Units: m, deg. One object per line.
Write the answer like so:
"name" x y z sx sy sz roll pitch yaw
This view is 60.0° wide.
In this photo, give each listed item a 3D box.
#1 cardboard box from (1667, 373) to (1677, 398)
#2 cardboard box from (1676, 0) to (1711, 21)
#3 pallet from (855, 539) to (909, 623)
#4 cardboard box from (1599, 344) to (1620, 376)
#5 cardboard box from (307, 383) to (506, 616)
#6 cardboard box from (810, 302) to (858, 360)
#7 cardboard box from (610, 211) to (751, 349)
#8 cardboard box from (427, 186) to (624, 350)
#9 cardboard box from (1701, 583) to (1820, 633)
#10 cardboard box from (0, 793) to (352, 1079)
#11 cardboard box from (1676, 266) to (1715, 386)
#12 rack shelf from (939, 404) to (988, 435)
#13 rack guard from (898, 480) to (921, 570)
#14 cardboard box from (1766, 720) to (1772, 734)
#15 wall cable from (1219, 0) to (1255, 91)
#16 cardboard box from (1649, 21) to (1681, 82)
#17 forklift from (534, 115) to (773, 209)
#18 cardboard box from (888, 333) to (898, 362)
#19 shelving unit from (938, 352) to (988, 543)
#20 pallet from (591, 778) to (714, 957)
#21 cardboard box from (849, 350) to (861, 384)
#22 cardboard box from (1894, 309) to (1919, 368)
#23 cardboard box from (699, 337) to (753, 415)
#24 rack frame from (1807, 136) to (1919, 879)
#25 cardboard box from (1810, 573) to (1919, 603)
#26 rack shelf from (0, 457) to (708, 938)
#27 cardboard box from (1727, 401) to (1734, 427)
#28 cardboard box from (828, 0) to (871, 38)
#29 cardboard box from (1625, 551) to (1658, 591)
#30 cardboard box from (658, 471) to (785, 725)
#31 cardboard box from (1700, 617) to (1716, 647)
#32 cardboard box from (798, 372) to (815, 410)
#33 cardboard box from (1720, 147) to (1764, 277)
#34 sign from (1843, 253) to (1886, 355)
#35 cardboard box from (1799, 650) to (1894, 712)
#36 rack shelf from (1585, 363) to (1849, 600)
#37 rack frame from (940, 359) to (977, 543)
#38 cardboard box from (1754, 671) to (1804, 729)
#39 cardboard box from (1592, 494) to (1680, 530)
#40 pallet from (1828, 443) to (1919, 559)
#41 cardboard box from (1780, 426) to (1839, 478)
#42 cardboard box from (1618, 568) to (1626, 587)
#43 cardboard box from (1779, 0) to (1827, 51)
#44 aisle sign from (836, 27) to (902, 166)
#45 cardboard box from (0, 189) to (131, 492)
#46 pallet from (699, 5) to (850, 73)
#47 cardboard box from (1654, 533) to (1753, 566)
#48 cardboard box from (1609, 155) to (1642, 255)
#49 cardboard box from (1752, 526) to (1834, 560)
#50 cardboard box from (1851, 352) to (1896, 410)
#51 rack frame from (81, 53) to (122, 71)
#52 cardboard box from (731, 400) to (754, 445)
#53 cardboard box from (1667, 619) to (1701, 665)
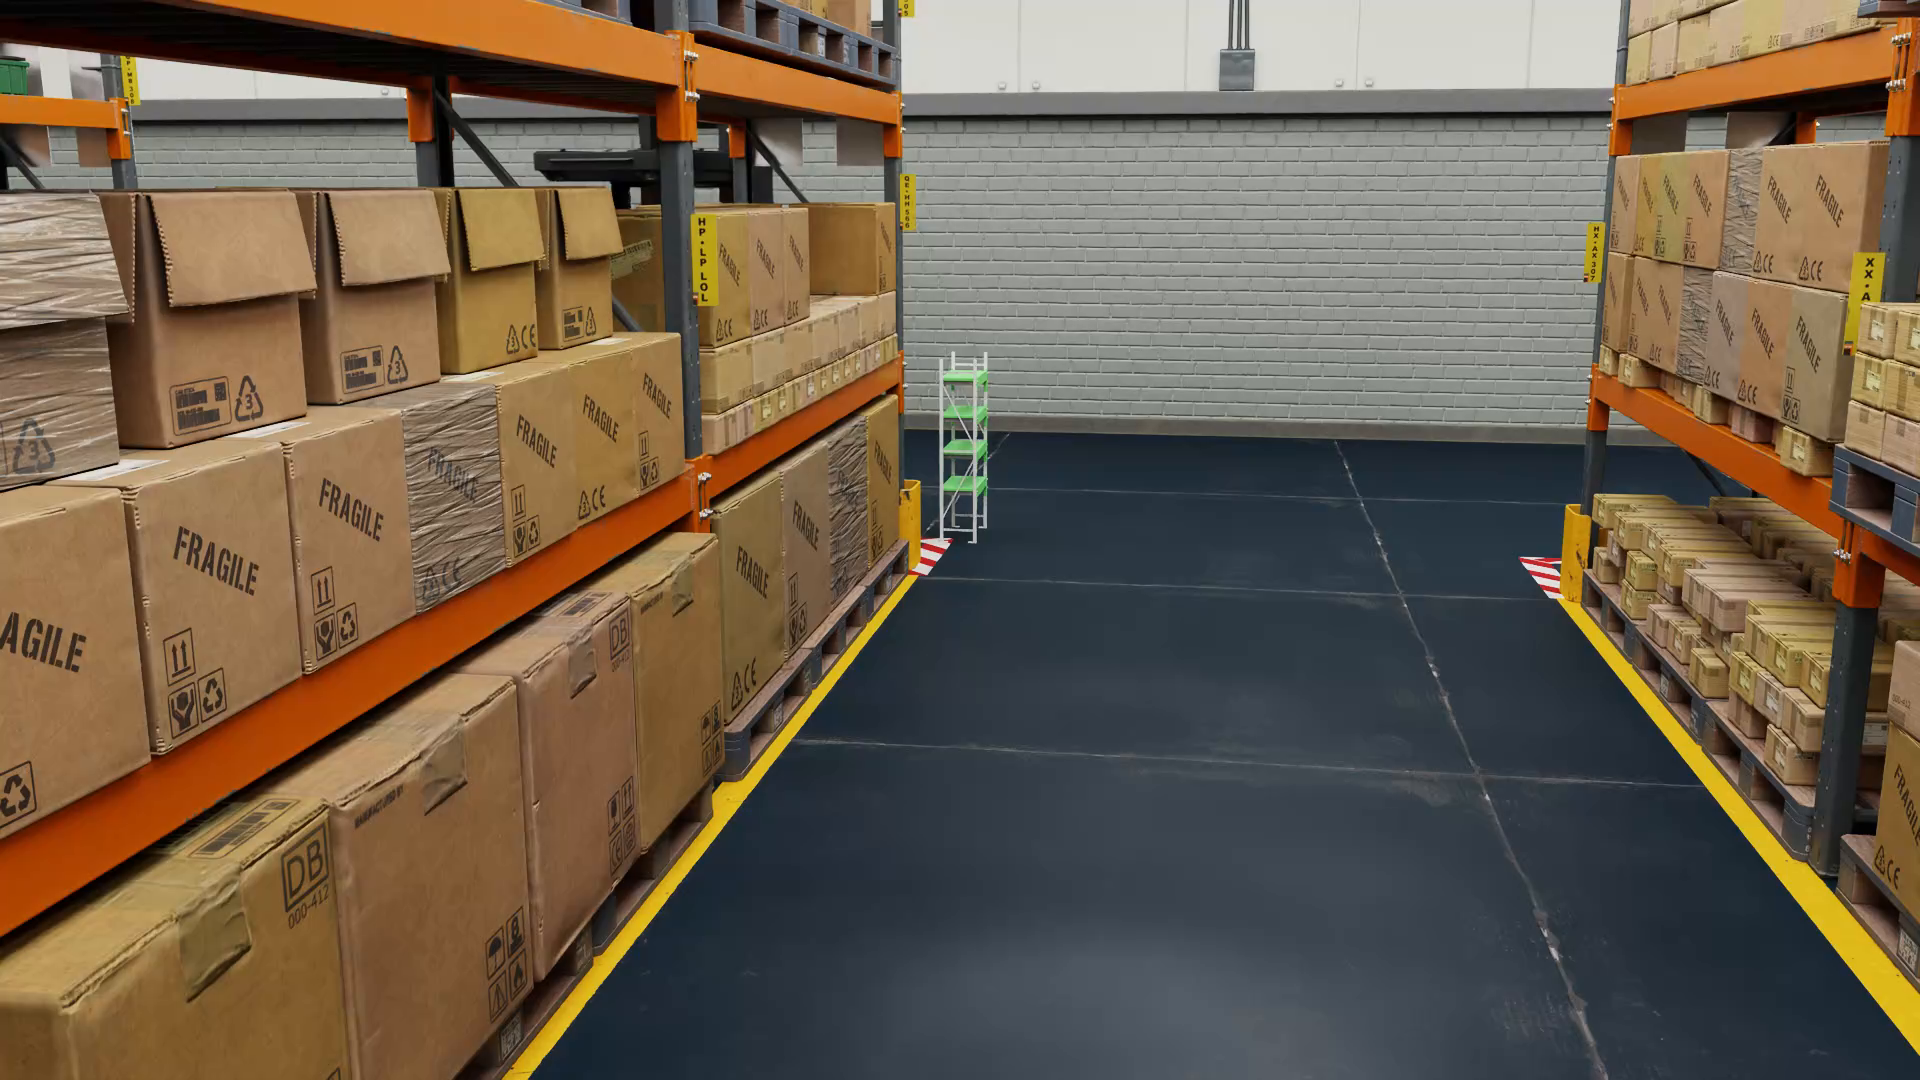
"cardboard box" 3.605 -0.743 7.918 0.380 0.149 0.250 2 12 8
"cardboard box" 3.548 -2.486 7.460 0.500 0.250 0.500 2 12 9
"pallet" -0.890 0.205 9.541 1.003 0.211 1.213 2 12 9
"cardboard box" 3.668 -0.966 8.951 0.380 0.149 0.250 2 12 8
"cardboard box" -1.500 -0.121 4.198 0.500 0.500 0.500 2 12 9
"cardboard box" -0.813 -1.078 8.526 0.500 0.250 0.500 1 12 7
"cardboard box" -1.133 -1.025 6.497 0.500 0.500 0.500 2 12 9
"cardboard box" -1.549 -0.900 5.433 0.797 0.503 0.637 2 12 7
"cardboard box" 3.322 0.285 6.909 0.380 0.149 0.250 1 12 6
"cardboard box" -1.948 1.029 3.147 1.225 0.875 0.875 1 12 6
"cardboard box" 3.482 -0.935 7.269 0.500 0.500 0.500 2 12 7
"rack shelf" 0.025 -0.793 10.990 0.258 0.148 0.480 2 12 9
"rack guard" -0.840 -0.110 10.318 1.175 0.500 0.348 2 12 9
"cardboard box" 3.272 0.732 6.249 0.380 0.149 0.250 2 12 10
"wall cable" 3.431 -6.898 14.004 2.277 5.999 0.120 2 12 9
"cardboard box" 3.634 -2.344 7.985 0.500 0.250 0.500 2 12 10
"forklift" -1.942 -1.400 10.533 1.130 2.935 3.031 8 15 34
"cardboard box" -0.574 -1.120 9.664 0.380 0.149 0.250 2 12 10
"shelving unit" 0.025 -0.621 11.027 0.258 1.200 0.503 2 12 9
"pallet" -1.504 1.032 5.705 1.003 0.211 1.213 2 12 9
"cardboard box" -0.729 -0.907 8.678 0.380 0.149 0.250 2 12 7
"cardboard box" 2.874 -0.561 4.662 0.380 0.149 0.250 2 12 10
"cardboard box" -1.128 -0.656 6.567 0.500 0.250 0.500 2 12 8
"rack frame" 3.426 -0.313 5.324 1.000 3.000 0.127 2 12 9
"cardboard box" 3.873 0.245 7.093 0.380 0.149 0.250 1 12 6
"rack shelf" -1.767 0.274 4.312 1.077 0.370 4.000 2 12 9
"cardboard box" 3.439 -0.529 6.926 0.380 0.149 0.250 2 12 8
"cardboard box" -0.871 -2.987 9.140 0.700 0.500 0.500 1 12 5
"cardboard box" 3.512 0.157 8.208 0.380 0.149 0.250 2 12 10
"cardboard box" -1.279 0.204 6.973 0.875 0.875 0.875 2 12 9
"cardboard box" 3.430 0.383 7.158 0.380 0.149 0.250 1 12 6
"cardboard box" -0.886 -0.692 7.682 0.380 0.149 0.250 2 12 9
"cardboard box" 3.398 -1.316 6.664 0.500 0.500 0.500 2 12 10
"sign" 2.889 -0.752 5.307 0.100 0.325 0.005 2 12 9
"cardboard box" 3.224 0.502 5.901 0.380 0.149 0.250 2 12 10
"rack shelf" 3.734 -0.377 7.332 1.077 0.370 4.000 2 12 9
"rack frame" -0.012 -0.570 10.791 0.240 1.200 0.015 2 12 9
"cardboard box" 3.190 0.598 6.164 0.380 0.149 0.250 1 12 6
"cardboard box" 3.625 -0.150 8.926 0.380 0.149 0.250 1 12 6
"pallet" 3.165 -0.065 4.628 1.003 0.211 1.213 2 12 9
"cardboard box" 3.171 -0.314 5.927 0.380 0.149 0.250 2 12 7
"cardboard box" 3.685 0.199 8.721 0.380 0.149 0.250 2 12 8
"cardboard box" 3.323 -1.920 6.019 0.500 0.250 0.500 2 12 8
"aisle sign" -0.537 -2.603 9.782 0.394 0.787 0.004 2 12 9
"cardboard box" -1.946 -0.353 2.892 0.797 0.503 0.637 2 12 11
"pallet" -1.133 -2.341 7.825 1.003 0.211 1.213 2 12 9
"cardboard box" 3.528 0.072 7.900 0.380 0.149 0.250 2 12 11
"cardboard box" 3.710 -1.744 8.647 0.500 0.500 0.500 2 12 8
"cardboard box" 4.098 0.031 8.088 0.380 0.149 0.250 1 12 6
"cardboard box" 2.911 -0.473 4.964 0.380 0.149 0.250 2 12 10
"rack frame" -5.738 -4.420 10.144 1.000 3.000 0.127 2 12 9
"cardboard box" -1.045 -0.477 6.684 0.380 0.149 0.250 1 12 7
"cardboard box" 3.420 0.464 7.490 0.380 0.149 0.250 2 12 9
